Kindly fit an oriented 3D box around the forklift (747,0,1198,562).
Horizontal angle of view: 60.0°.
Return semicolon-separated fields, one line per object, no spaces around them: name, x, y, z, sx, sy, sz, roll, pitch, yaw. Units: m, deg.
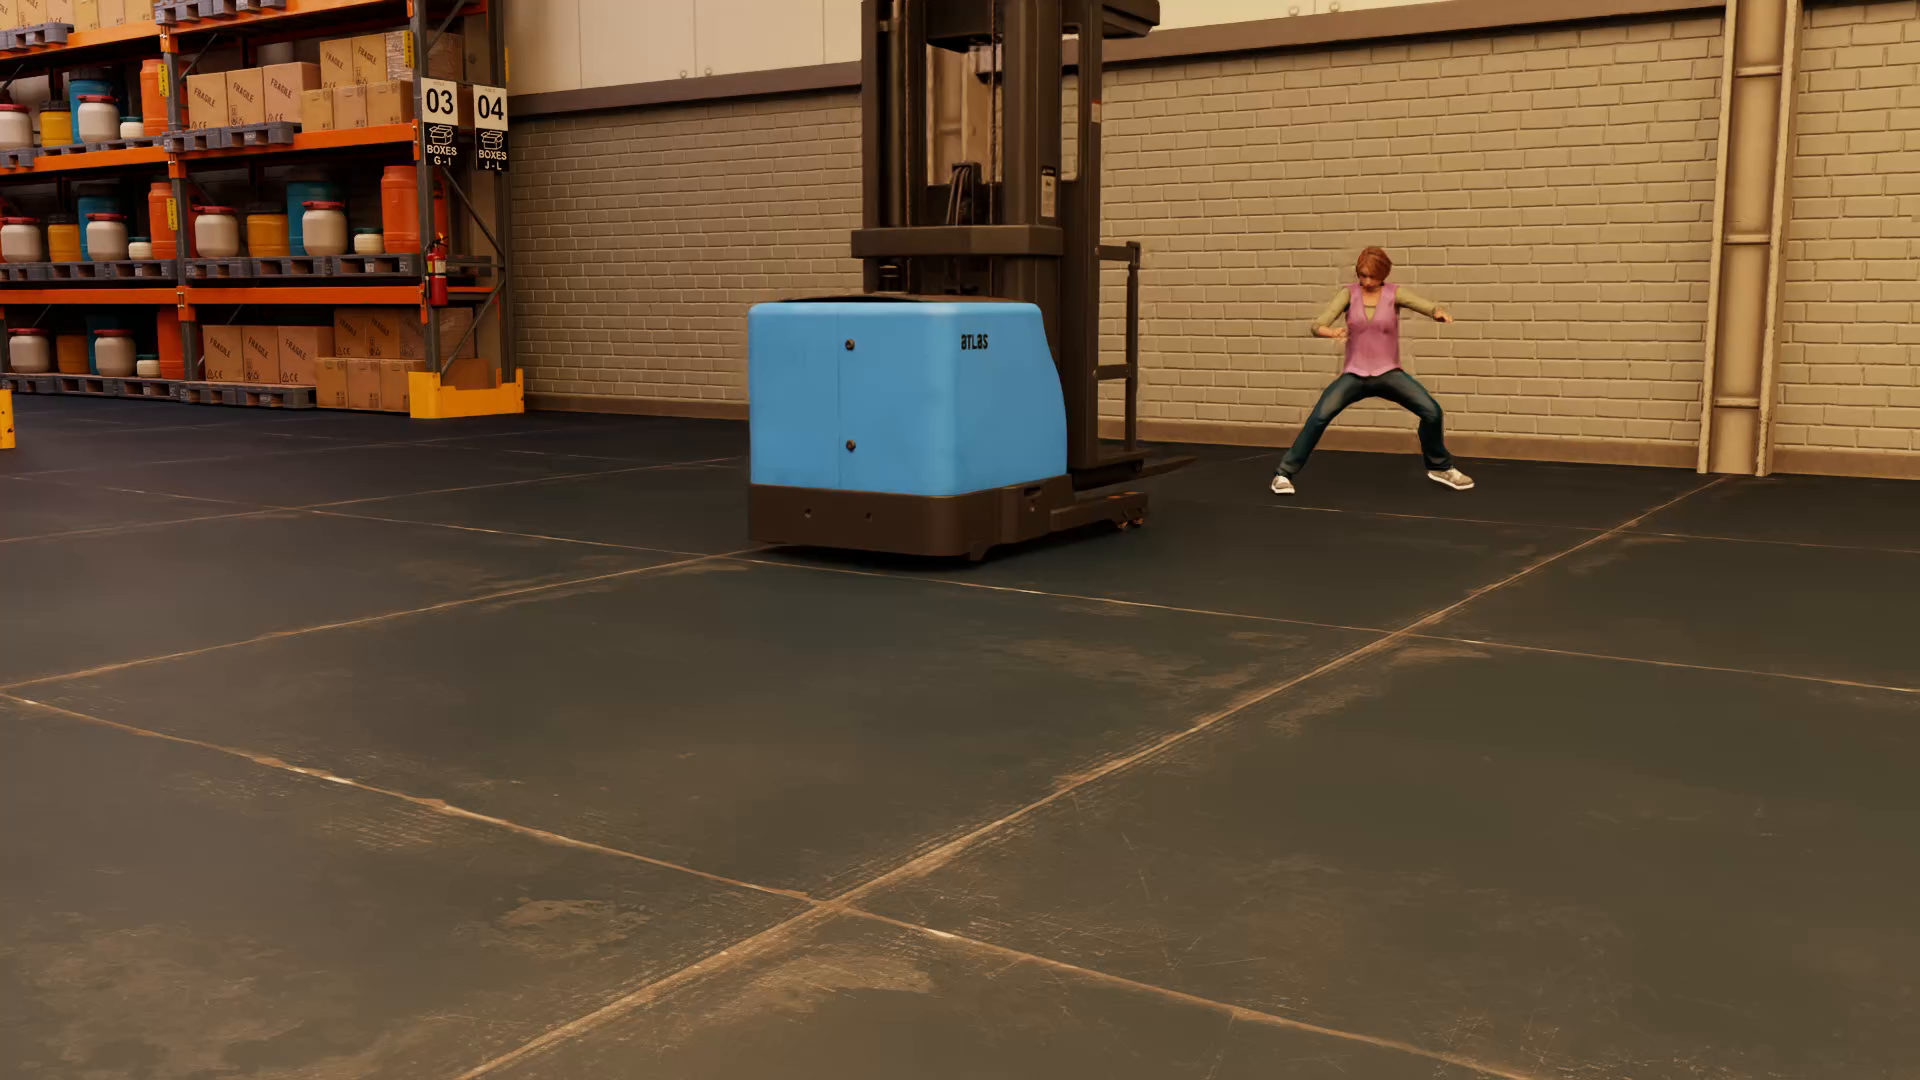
forklift;0.268;-1.529;7.946;1.130;2.935;3.031;5;9;30

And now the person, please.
person;2.345;-0.953;9.369;1.106;1.390;0.599;3;9;18
